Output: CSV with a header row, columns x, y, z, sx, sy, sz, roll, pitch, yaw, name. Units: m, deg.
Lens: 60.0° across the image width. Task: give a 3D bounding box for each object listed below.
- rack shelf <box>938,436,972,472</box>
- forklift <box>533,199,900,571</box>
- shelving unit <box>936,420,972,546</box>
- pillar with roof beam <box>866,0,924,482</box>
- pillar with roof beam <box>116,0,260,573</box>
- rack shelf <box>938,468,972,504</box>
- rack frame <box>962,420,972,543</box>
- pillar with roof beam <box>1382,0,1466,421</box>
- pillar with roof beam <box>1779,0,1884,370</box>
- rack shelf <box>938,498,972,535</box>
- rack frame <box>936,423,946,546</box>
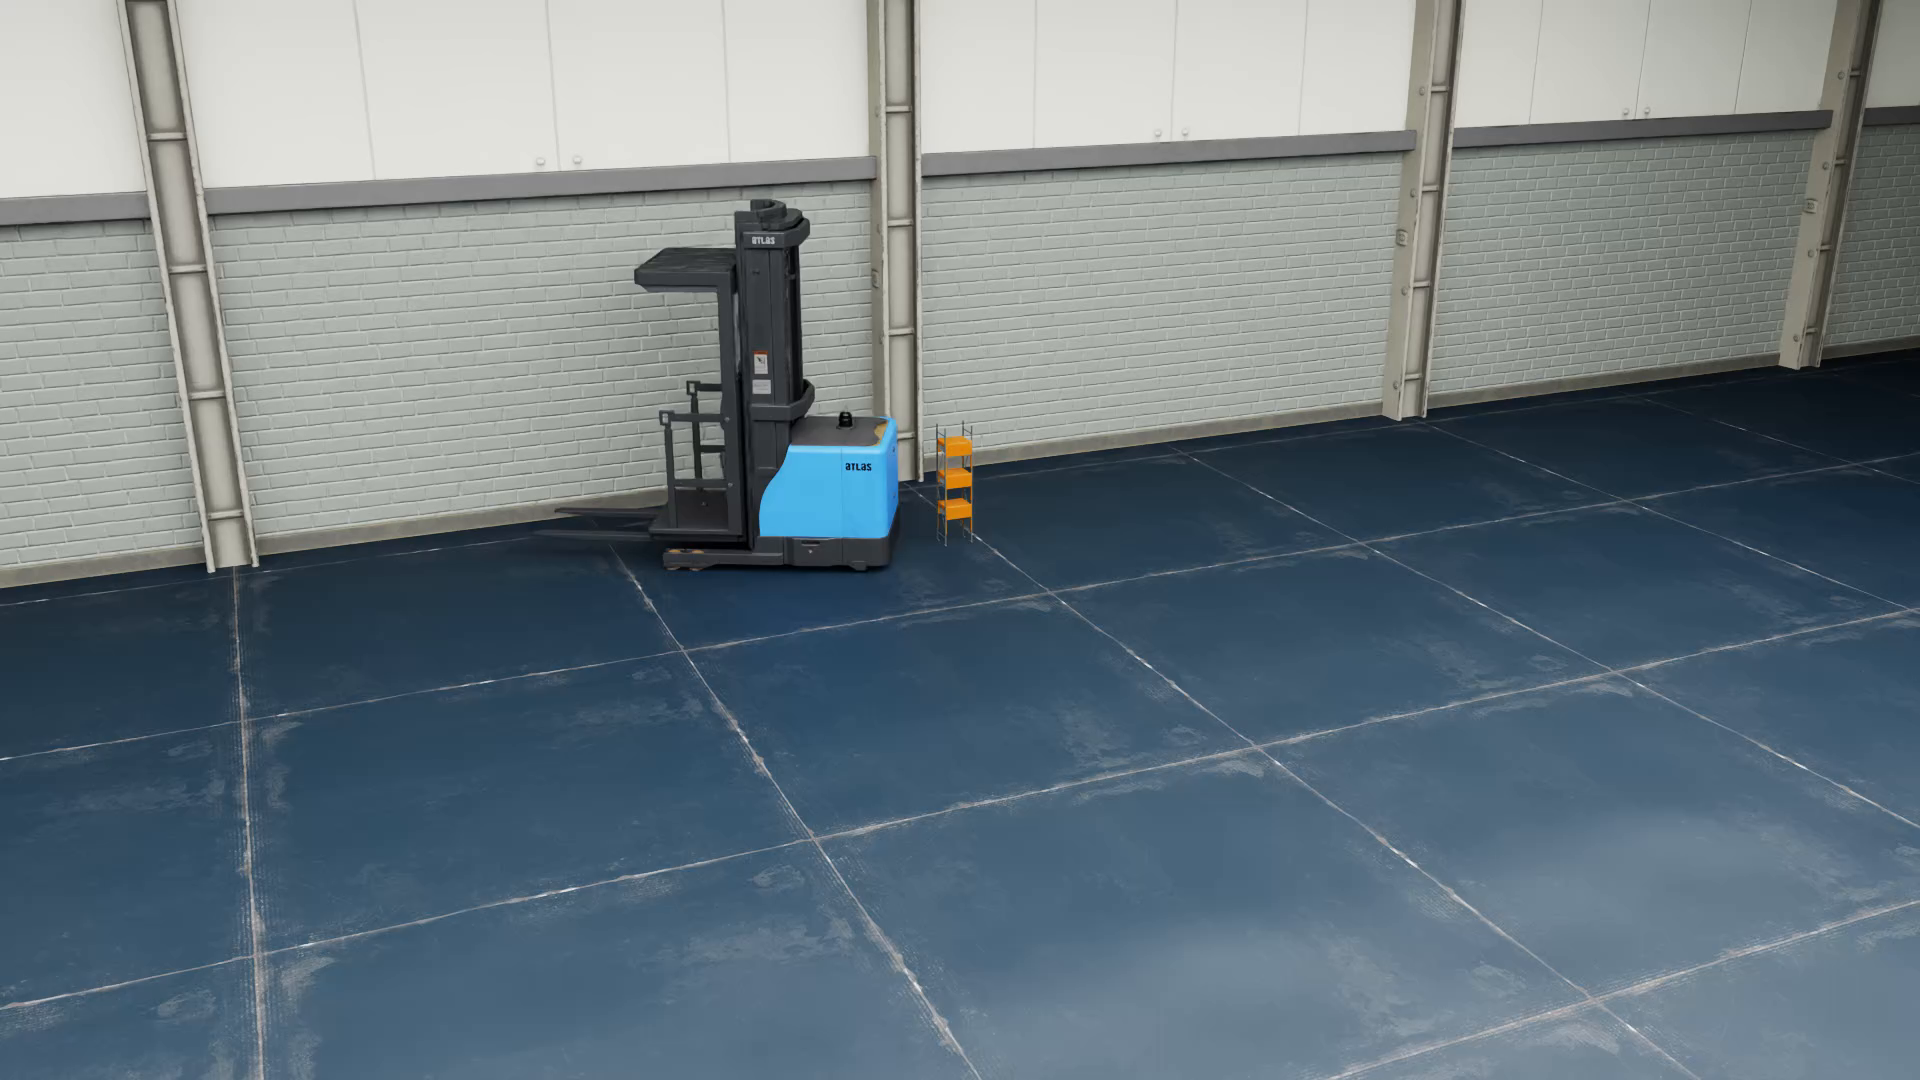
x,y,z,sx,sy,sz,roll,pitch,yaw,name
-0.049,-0.746,14.237,0.240,0.259,0.215,-8,21,-22,rack shelf
-2.066,-1.303,13.809,3.031,2.935,1.130,1,19,4,forklift
-0.049,-0.488,14.328,0.252,1.050,0.215,-8,21,-22,shelving unit
1.113,-3.524,10.980,0.400,9.000,9.100,-8,21,-22,pillar with roof beam
-4.396,-2.734,8.739,0.400,9.000,9.100,-8,21,-22,pillar with roof beam
-0.049,-0.478,14.331,0.240,0.259,0.215,-8,21,-22,rack shelf
0.063,-0.504,14.373,0.008,1.050,0.200,-8,21,-22,rack frame
6.622,-4.313,13.222,0.400,9.000,9.100,-8,21,-22,pillar with roof beam
12.132,-5.102,15.464,0.400,9.000,9.100,-8,21,-22,pillar with roof beam
-0.049,-0.216,14.423,0.240,0.259,0.215,-8,21,-22,rack shelf
-0.161,-0.472,14.282,0.008,1.050,0.200,-8,21,-22,rack frame
